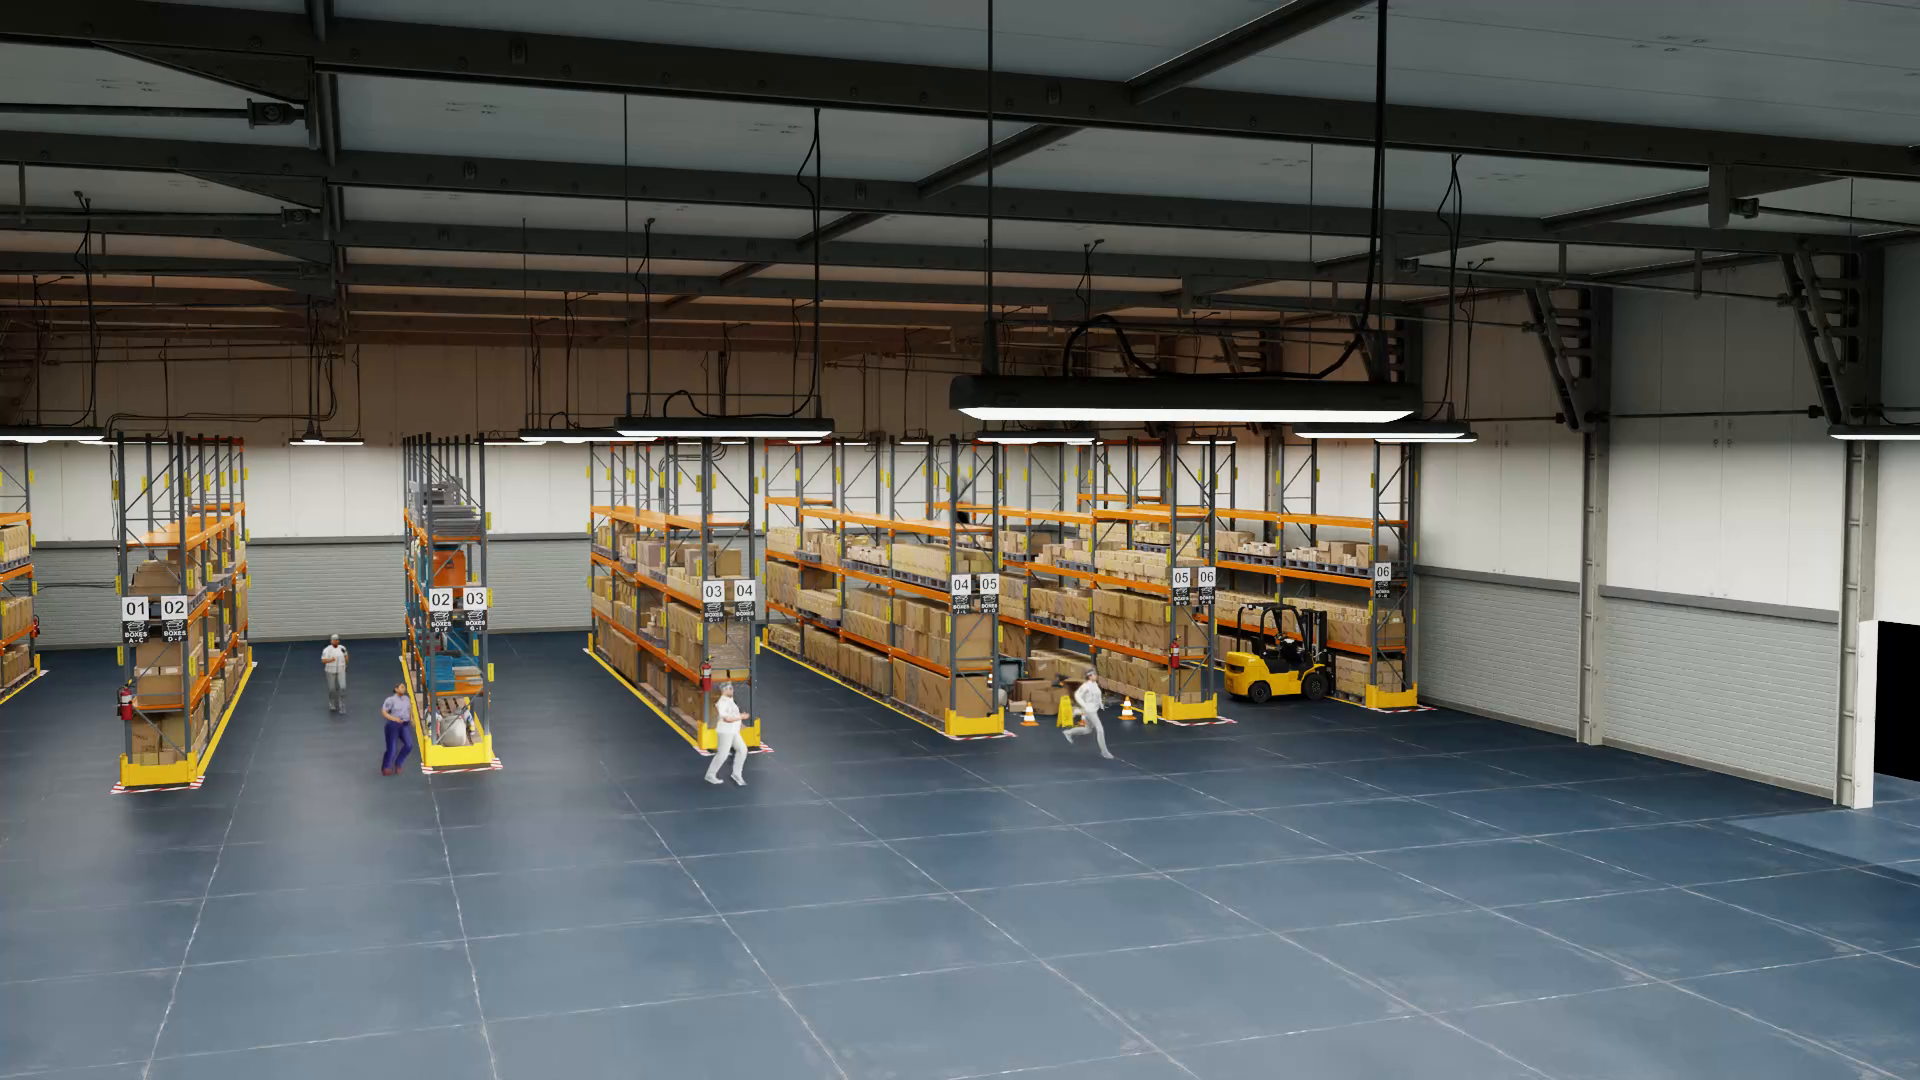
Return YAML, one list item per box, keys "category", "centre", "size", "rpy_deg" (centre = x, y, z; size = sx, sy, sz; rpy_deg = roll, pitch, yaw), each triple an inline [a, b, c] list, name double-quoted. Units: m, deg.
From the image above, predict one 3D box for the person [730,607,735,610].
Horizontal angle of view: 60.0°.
- category: "person"
  centre: [-6.633, 2.299, 47.285]
  size: [0.606, 1.671, 0.880]
  rpy_deg: [0, 3, -8]

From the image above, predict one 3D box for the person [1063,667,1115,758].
- category: "person"
  centre: [2.390, 3.198, 30.891]
  size: [1.043, 1.705, 0.561]
  rpy_deg: [1, 3, 22]

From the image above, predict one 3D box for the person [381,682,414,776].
- category: "person"
  centre: [-9.813, 3.303, 29.129]
  size: [0.601, 1.626, 0.667]
  rpy_deg: [3, 4, 40]

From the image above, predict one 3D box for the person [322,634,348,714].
- category: "person"
  centre: [-13.506, 2.900, 35.986]
  size: [0.585, 1.719, 0.708]
  rpy_deg: [-2, 4, -29]

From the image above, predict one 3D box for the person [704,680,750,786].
- category: "person"
  centre: [-3.924, 3.283, 28.086]
  size: [0.783, 1.847, 0.632]
  rpy_deg: [1, 3, 9]
